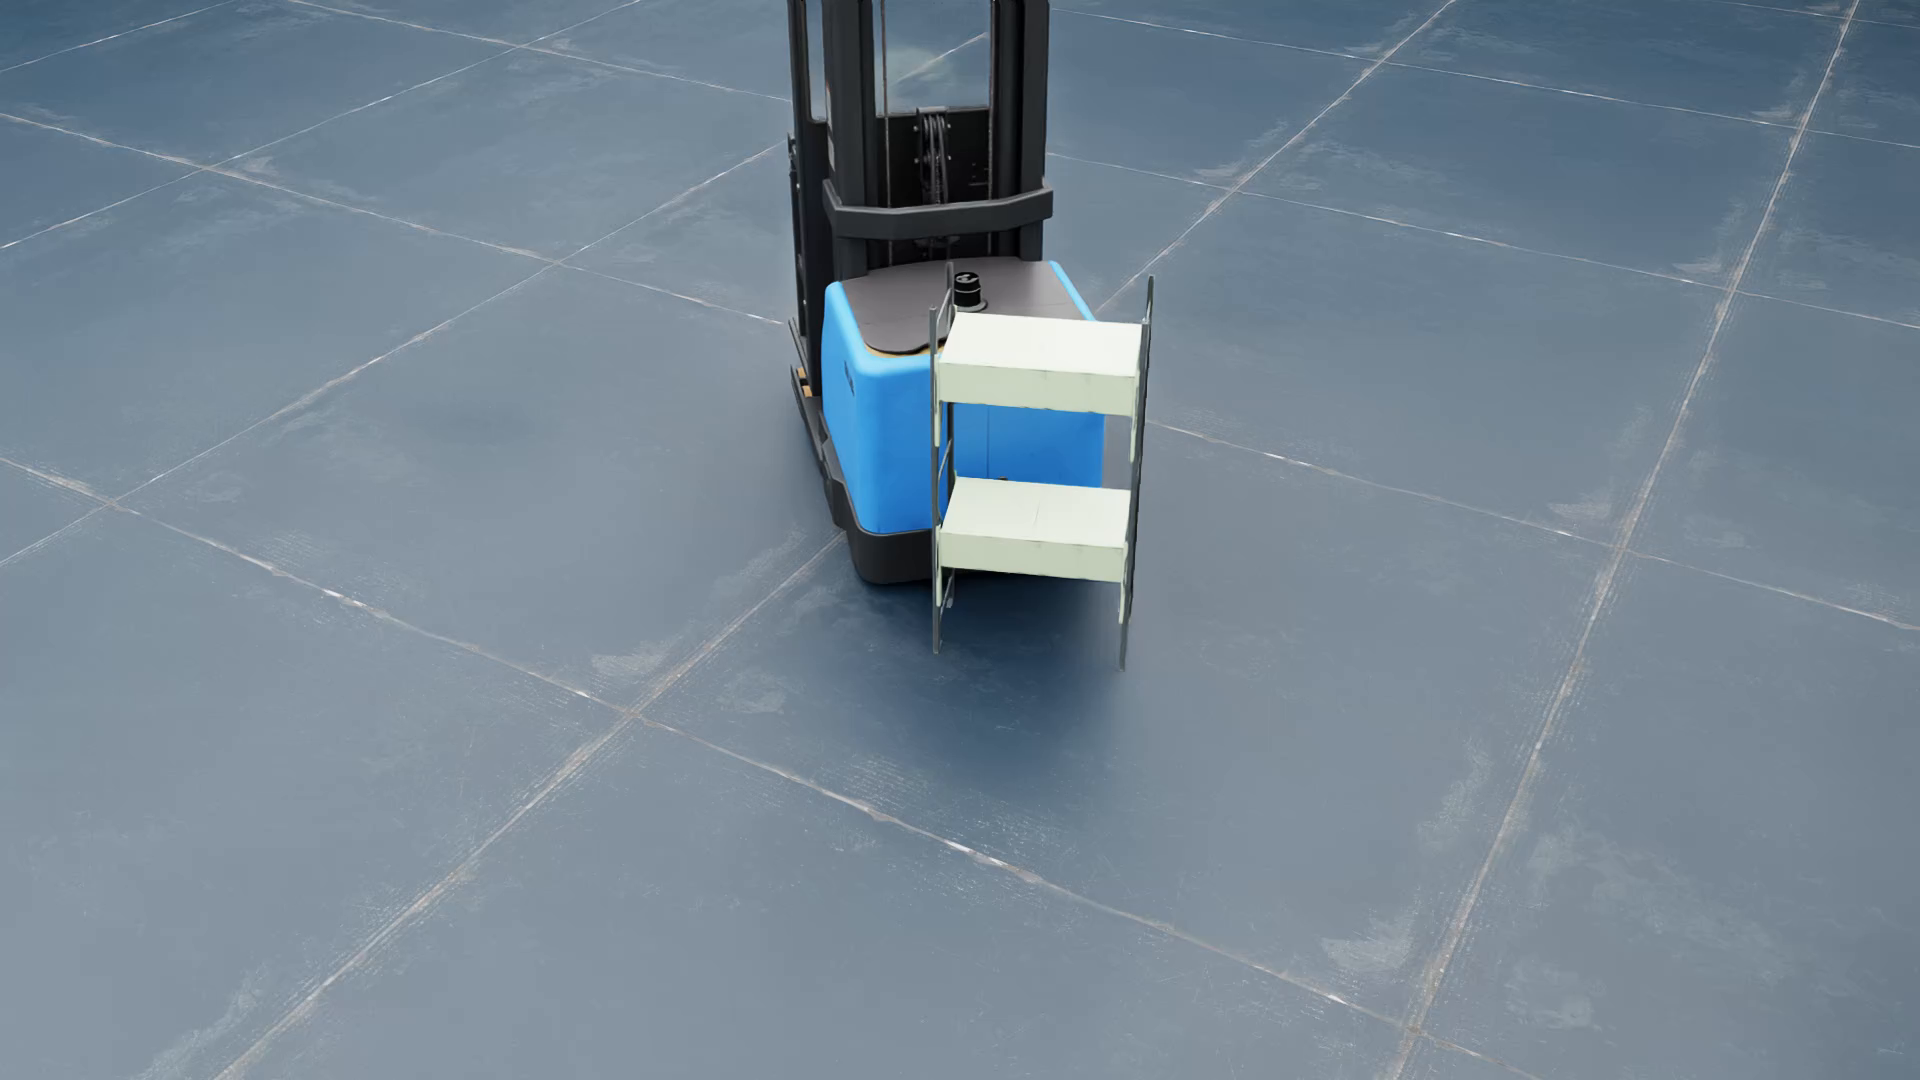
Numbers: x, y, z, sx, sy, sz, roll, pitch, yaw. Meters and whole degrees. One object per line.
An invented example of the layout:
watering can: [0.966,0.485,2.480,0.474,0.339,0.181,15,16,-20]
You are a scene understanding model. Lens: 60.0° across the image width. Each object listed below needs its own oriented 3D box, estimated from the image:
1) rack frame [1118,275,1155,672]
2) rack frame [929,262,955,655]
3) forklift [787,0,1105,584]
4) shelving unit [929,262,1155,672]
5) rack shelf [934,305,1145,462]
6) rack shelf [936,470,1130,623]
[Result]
rack frame: [0.659,-0.219,6.225,0.023,1.500,0.400,5,34,7]
rack frame: [-0.065,-0.281,6.319,0.023,1.500,0.400,5,34,7]
forklift: [-0.222,-1.849,7.382,1.130,2.935,3.031,-7,34,-11]
shelving unit: [0.297,-0.250,6.272,0.755,1.500,0.431,5,34,7]
rack shelf: [0.297,-0.575,6.056,0.720,0.370,0.431,5,34,7]
rack shelf: [0.297,0.021,6.453,0.720,0.370,0.431,5,34,7]
